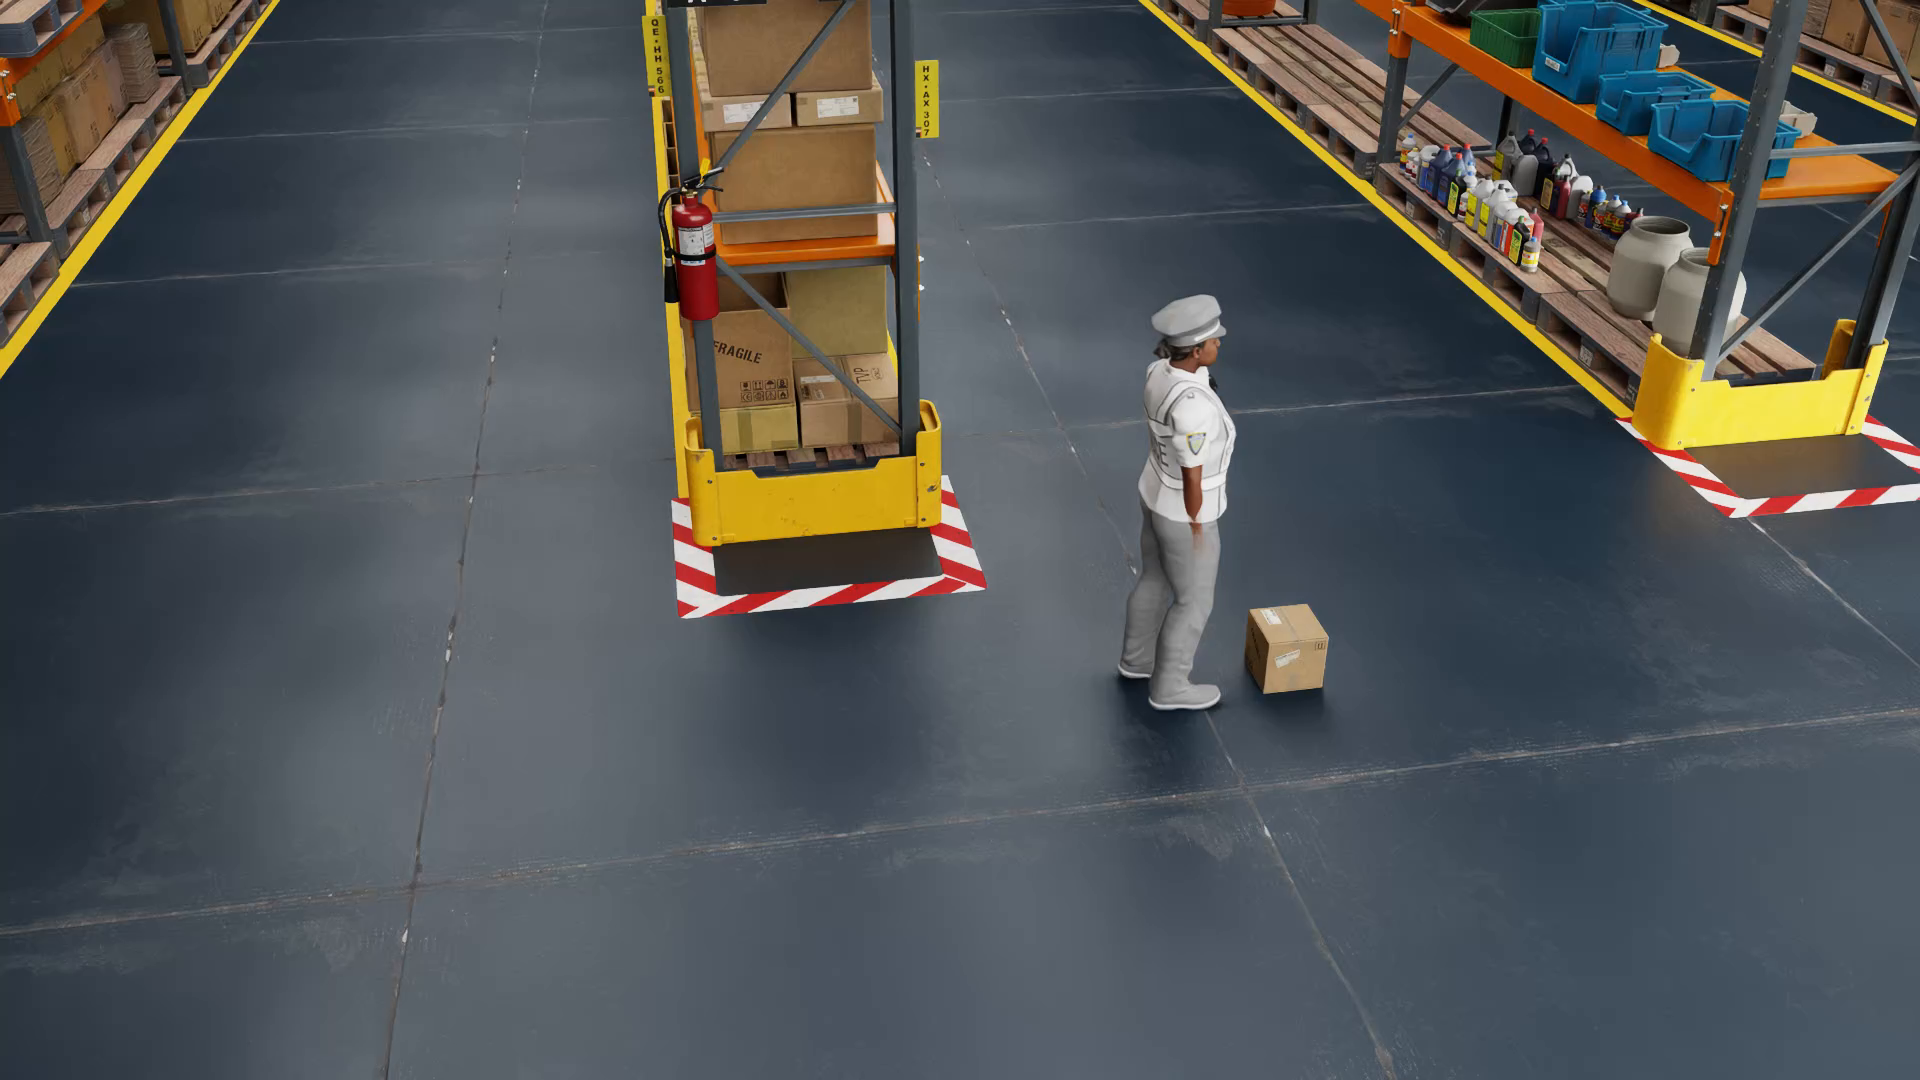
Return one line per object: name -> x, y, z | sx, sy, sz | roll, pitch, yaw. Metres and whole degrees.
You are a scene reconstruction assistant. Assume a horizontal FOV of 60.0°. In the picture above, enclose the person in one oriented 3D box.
person -> 0.842, -0.119, 6.337 | 0.369, 1.705, 0.436 | -5, 31, -8
